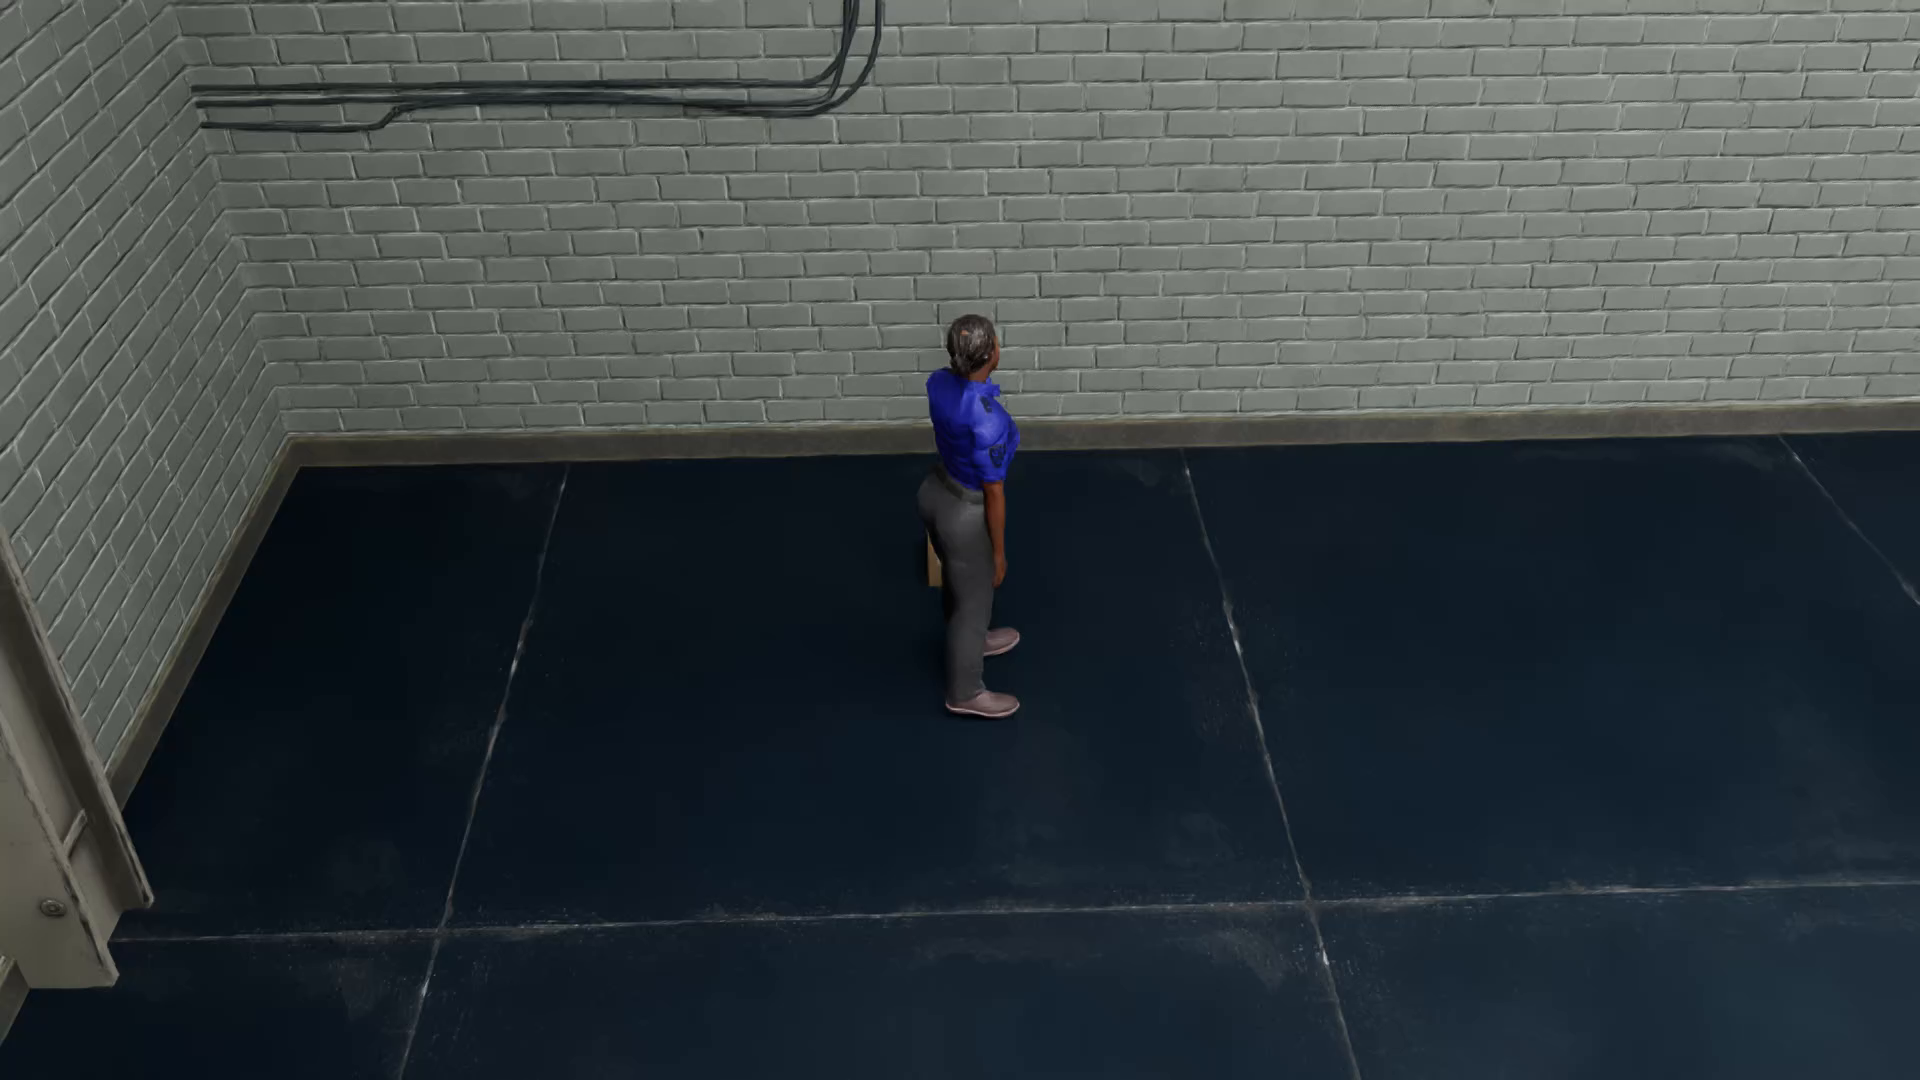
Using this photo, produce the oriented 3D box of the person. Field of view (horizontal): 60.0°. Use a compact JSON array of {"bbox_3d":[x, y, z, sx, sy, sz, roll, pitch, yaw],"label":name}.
[{"bbox_3d":[0.104,-0.099,6.257,0.475,1.665,0.519,-19,40,-24],"label":"person"}]
